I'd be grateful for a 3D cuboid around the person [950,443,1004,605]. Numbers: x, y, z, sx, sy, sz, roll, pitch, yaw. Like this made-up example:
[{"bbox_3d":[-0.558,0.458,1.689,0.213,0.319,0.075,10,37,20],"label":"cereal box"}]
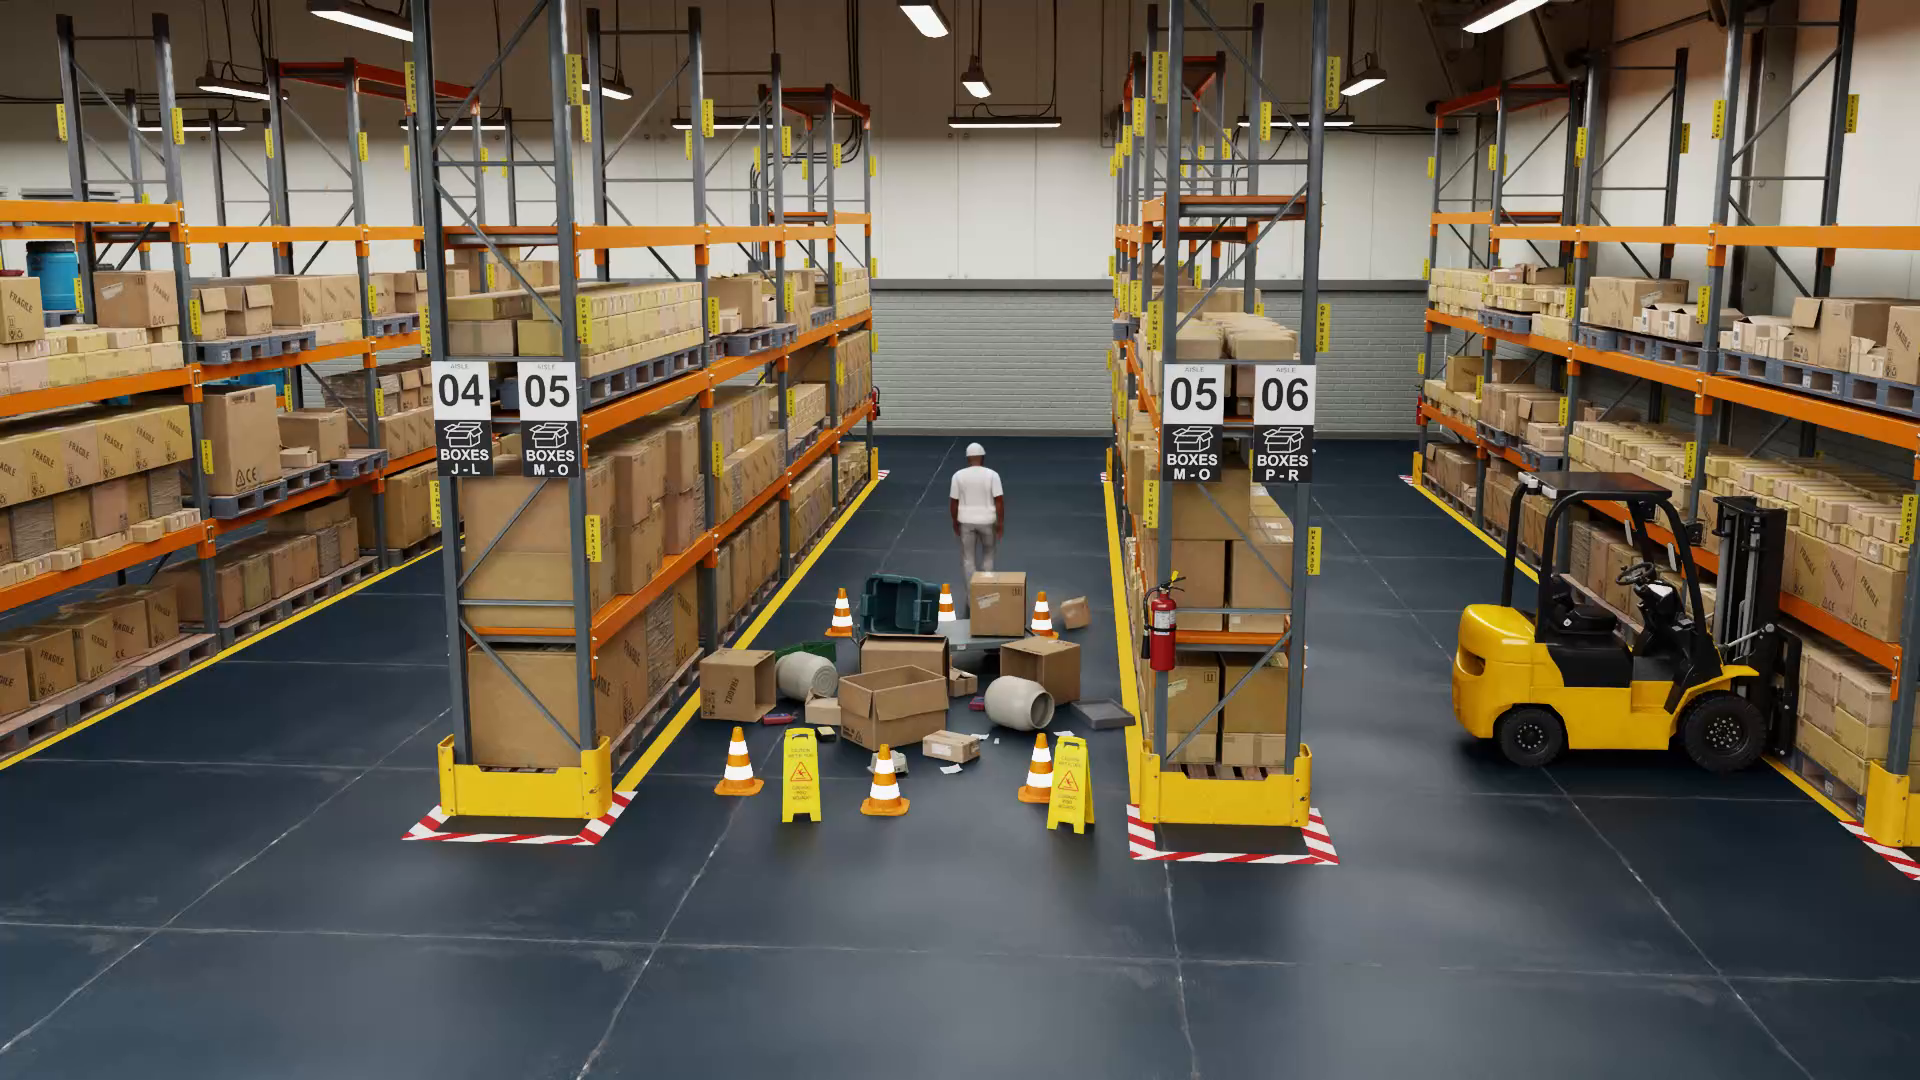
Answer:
[{"bbox_3d":[0.186,-0.146,18.241,0.598,1.825,0.703,0,11,2],"label":"person"}]
